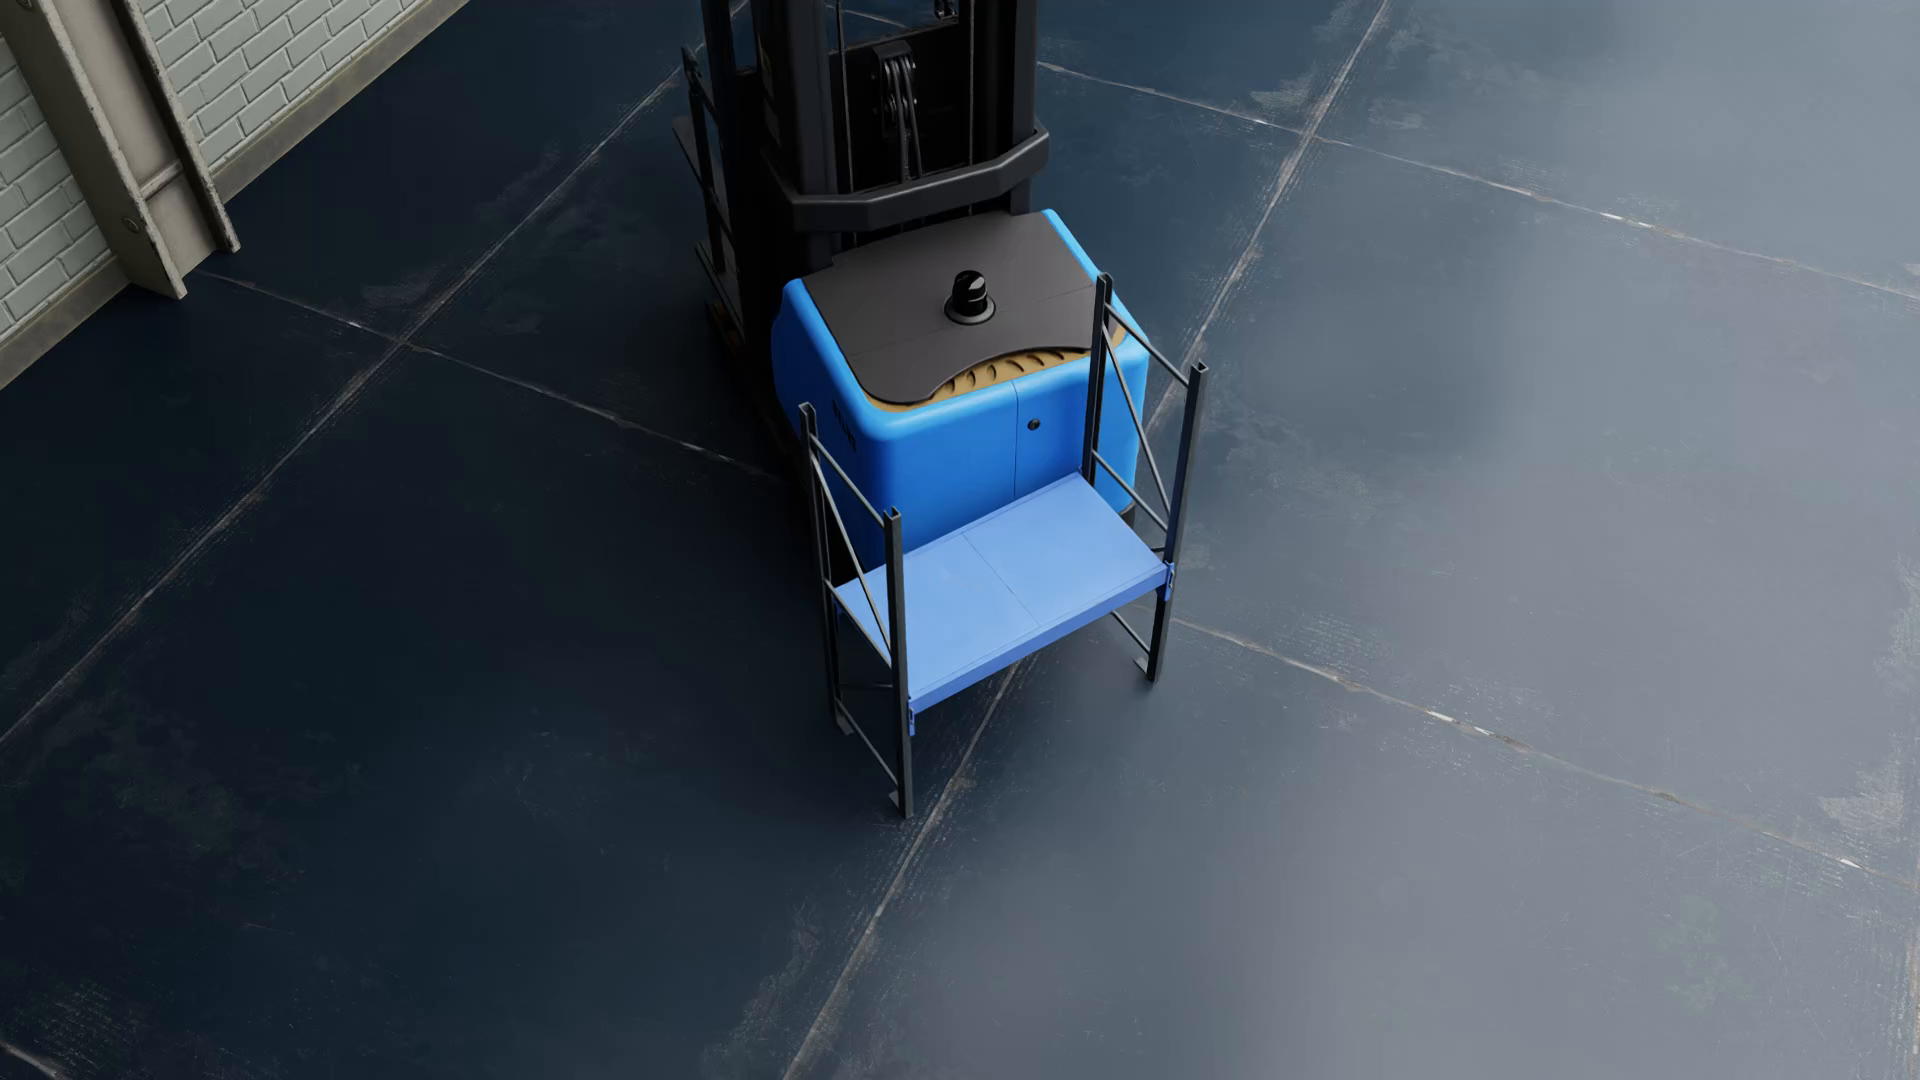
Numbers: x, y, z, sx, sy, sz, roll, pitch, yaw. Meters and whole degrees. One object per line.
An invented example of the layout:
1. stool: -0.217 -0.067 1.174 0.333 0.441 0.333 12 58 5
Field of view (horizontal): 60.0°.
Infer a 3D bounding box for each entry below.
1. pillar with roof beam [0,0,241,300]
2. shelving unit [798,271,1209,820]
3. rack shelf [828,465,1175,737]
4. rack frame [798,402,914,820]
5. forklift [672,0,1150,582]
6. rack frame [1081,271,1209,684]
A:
1. pillar with roof beam: 0.492 -2.730 2.664 9.100 9.000 0.400 20 52 16
2. shelving unit: 0.128 0.059 5.215 1.048 1.500 0.538 -26 54 -20
3. rack shelf: 0.128 0.176 5.352 1.000 0.185 0.538 -26 54 -20
4. rack frame: -0.300 0.268 5.037 0.032 1.500 0.500 -26 54 -20
5. forklift: -0.409 -1.774 5.835 1.130 2.935 3.031 -18 52 -15
6. rack frame: 0.556 -0.150 5.393 0.032 1.500 0.500 -26 54 -20
